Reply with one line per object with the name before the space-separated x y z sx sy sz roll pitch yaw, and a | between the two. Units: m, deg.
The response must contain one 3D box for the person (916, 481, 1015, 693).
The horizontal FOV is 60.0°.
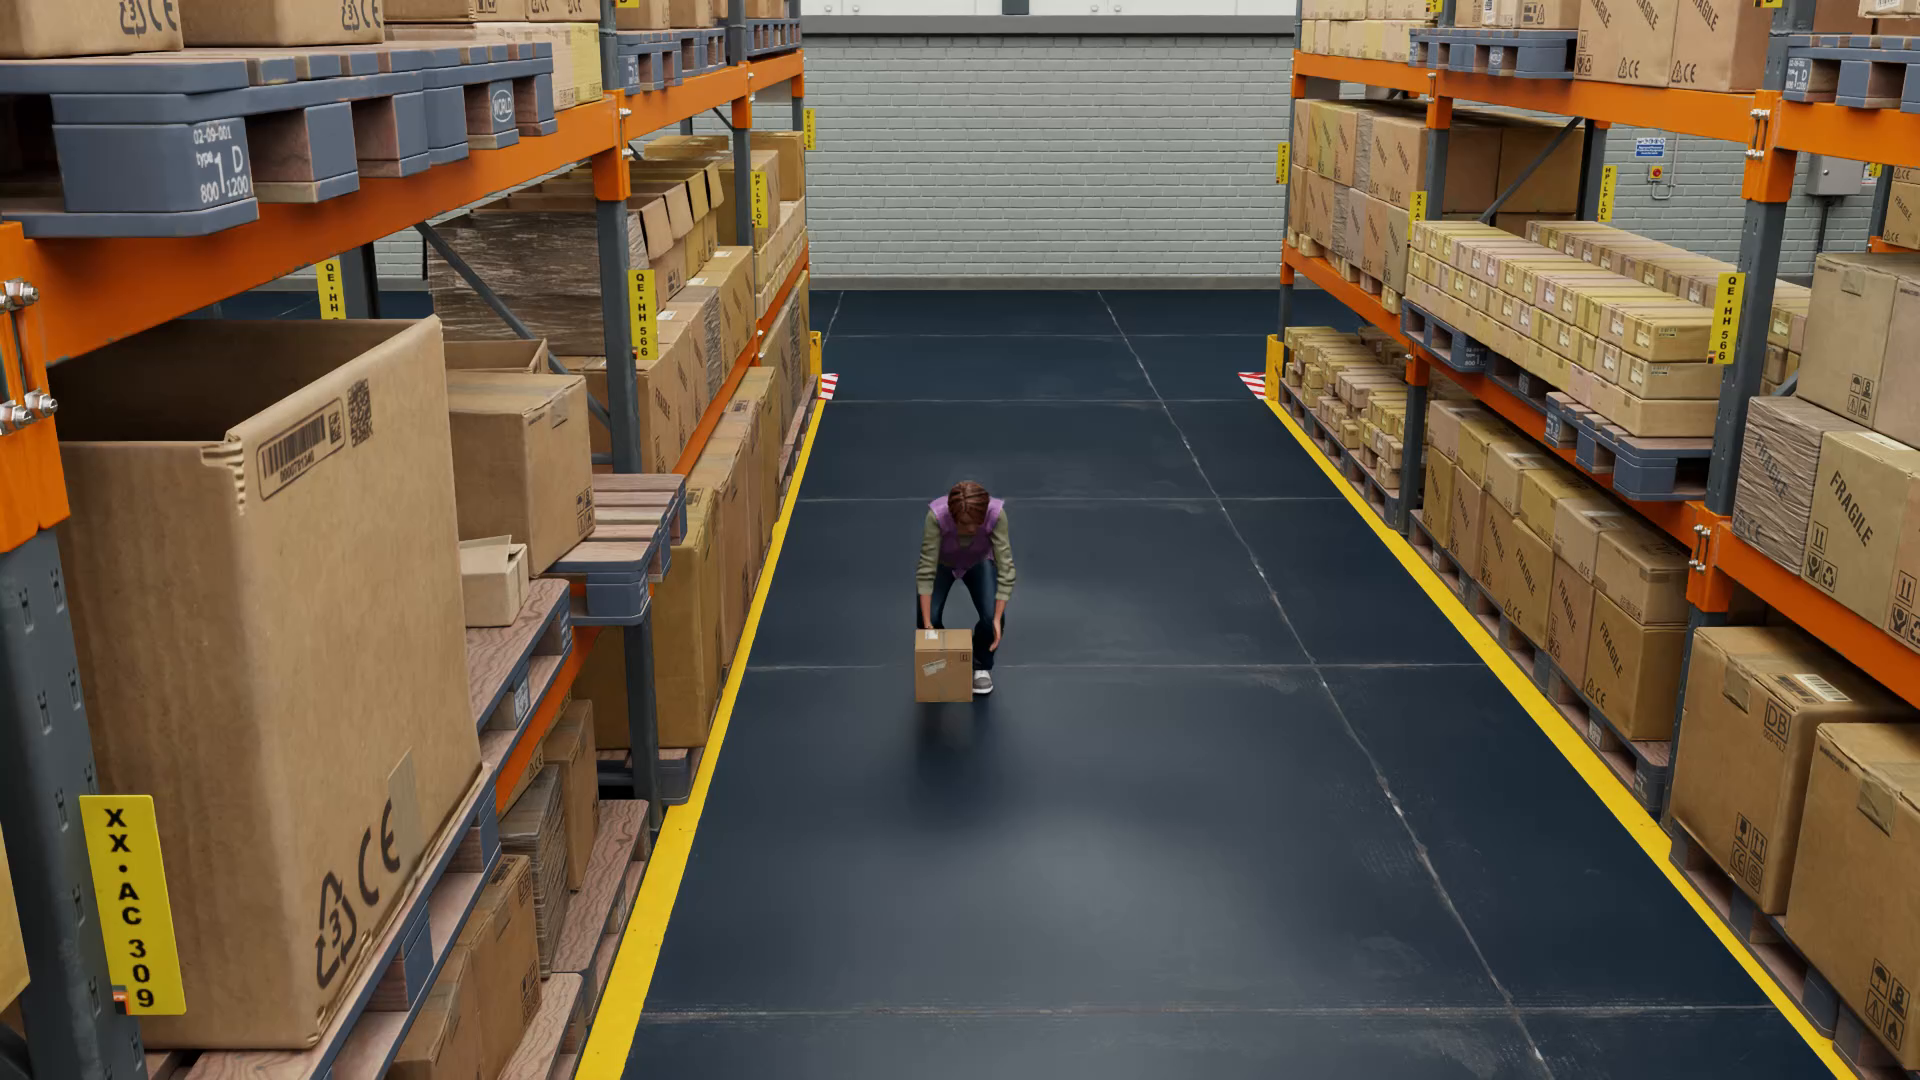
person | 0.025 0.200 7.768 0.461 1.096 0.739 0 17 1
